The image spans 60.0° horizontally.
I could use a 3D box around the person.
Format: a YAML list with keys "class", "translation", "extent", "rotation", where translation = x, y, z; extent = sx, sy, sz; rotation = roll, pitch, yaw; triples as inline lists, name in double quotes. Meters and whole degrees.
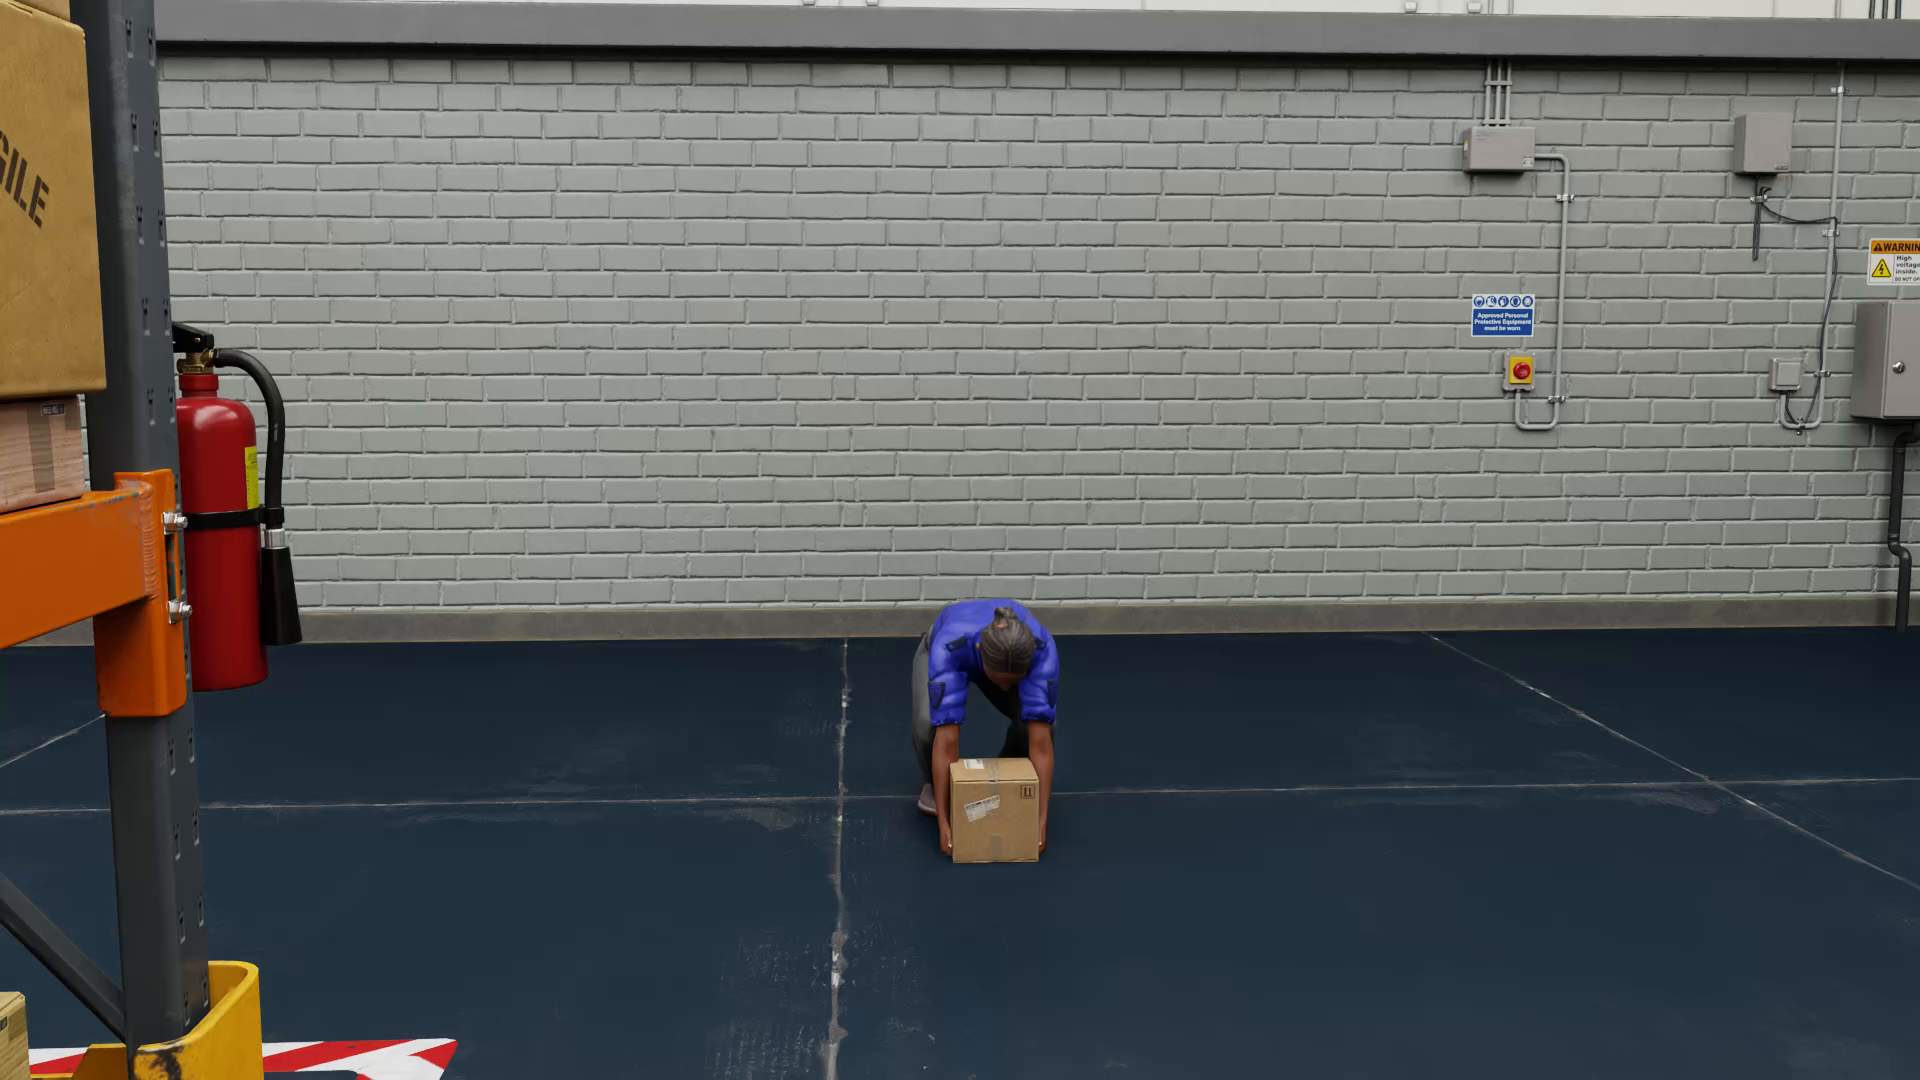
- class: "person"
  translation: [0.072, 0.538, 5.264]
  extent: [0.458, 0.746, 0.858]
  rotation: [-1, 7, -5]
